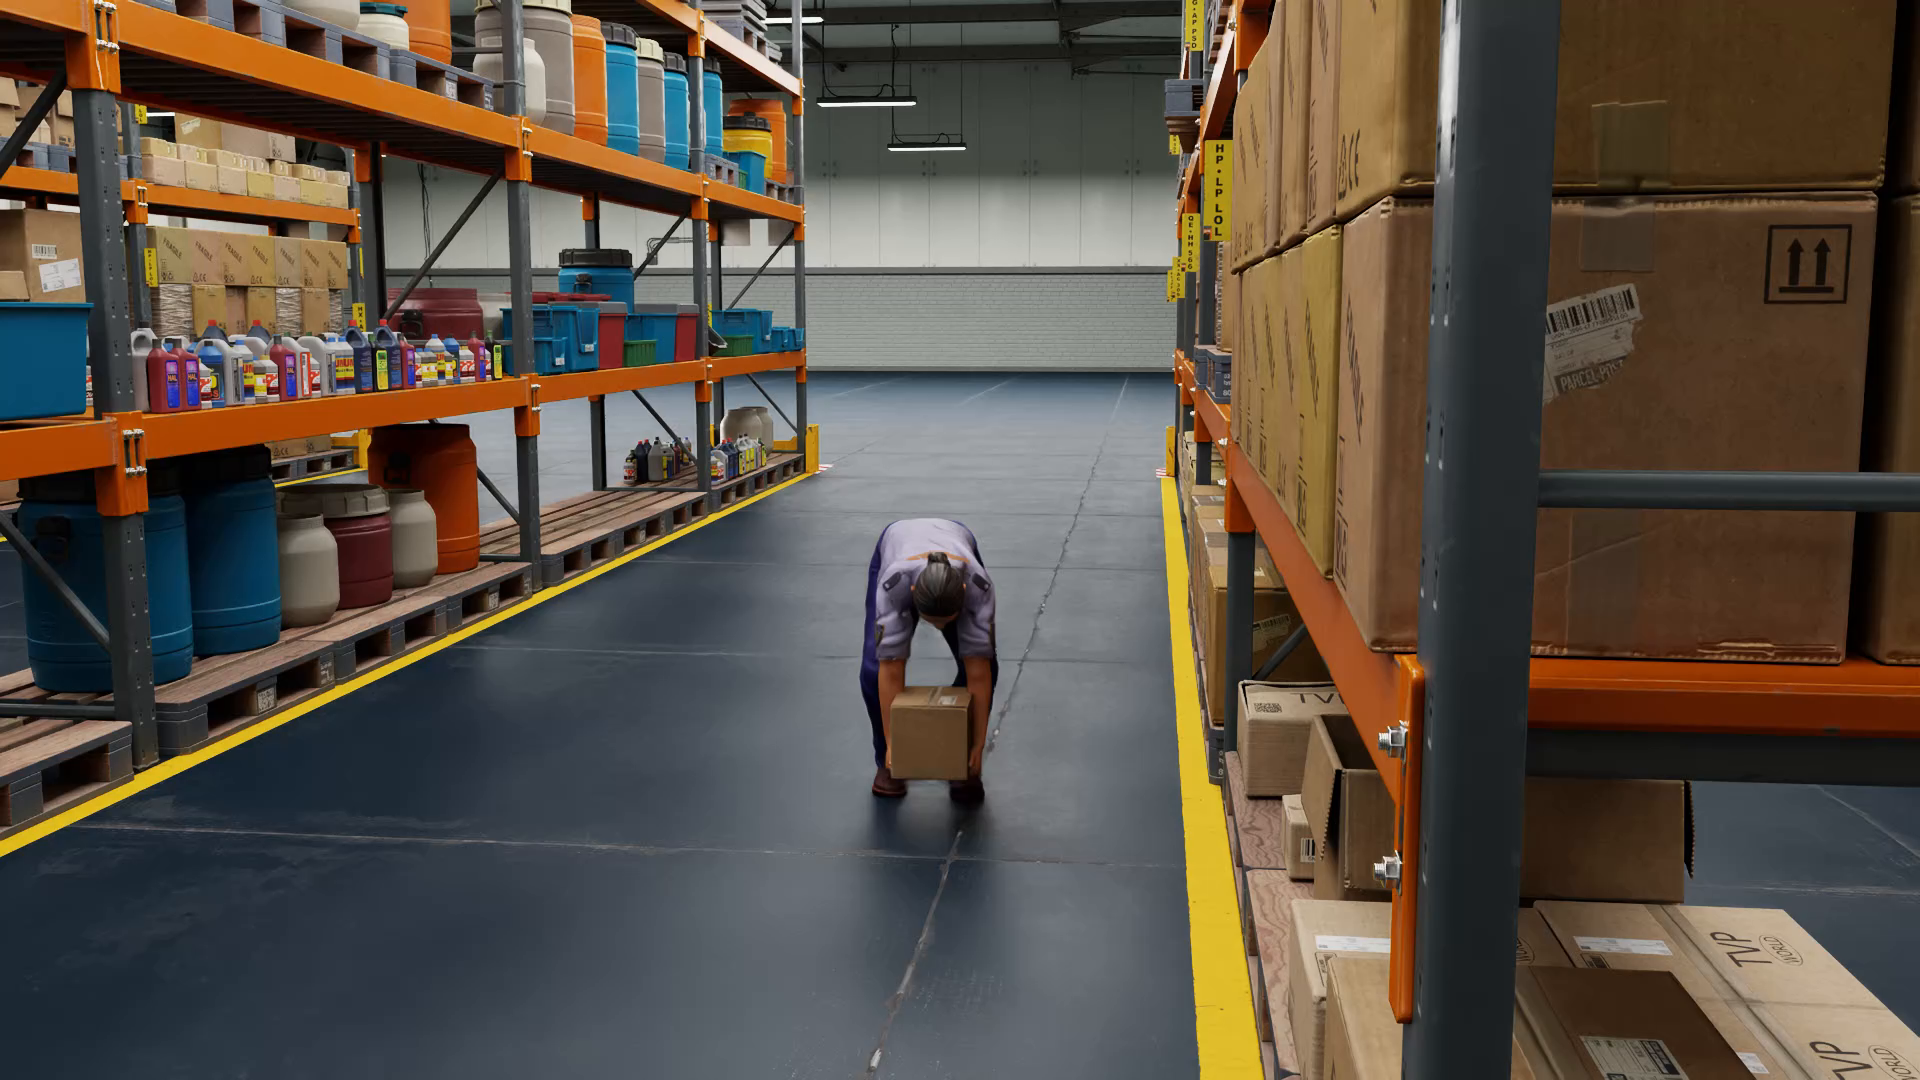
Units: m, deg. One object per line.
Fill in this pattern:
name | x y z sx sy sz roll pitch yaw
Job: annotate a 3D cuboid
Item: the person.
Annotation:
person | -0.103 0.433 5.710 0.484 0.967 0.910 -1 8 -4
